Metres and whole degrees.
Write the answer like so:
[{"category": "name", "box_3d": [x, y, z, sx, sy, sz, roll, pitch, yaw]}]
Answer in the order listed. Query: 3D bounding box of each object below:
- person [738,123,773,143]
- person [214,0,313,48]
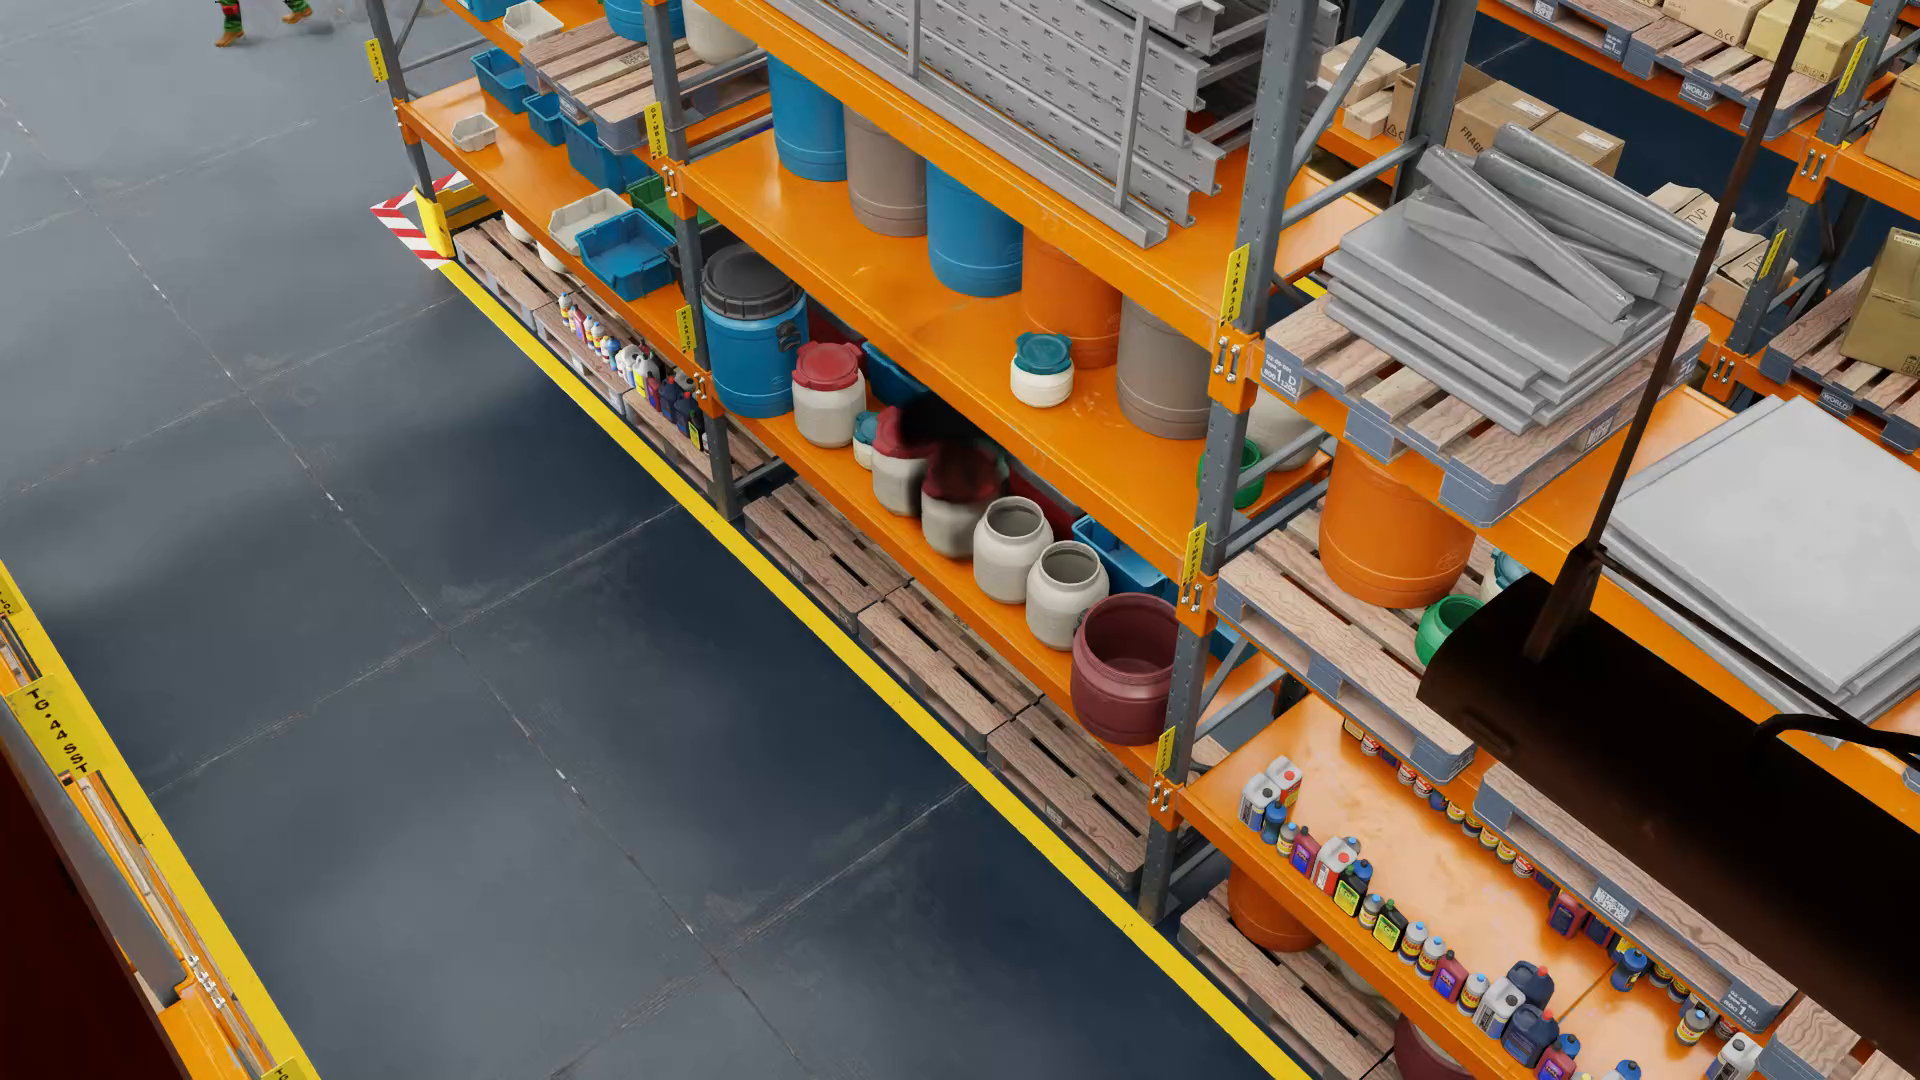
[{"category": "person", "box_3d": [-1.573, -2.896, 12.608, 0.561, 1.657, 0.638, -34, 55, -28]}, {"category": "person", "box_3d": [-6.426, -5.159, 14.819, 0.884, 1.555, 0.543, -9, 47, -8]}]
